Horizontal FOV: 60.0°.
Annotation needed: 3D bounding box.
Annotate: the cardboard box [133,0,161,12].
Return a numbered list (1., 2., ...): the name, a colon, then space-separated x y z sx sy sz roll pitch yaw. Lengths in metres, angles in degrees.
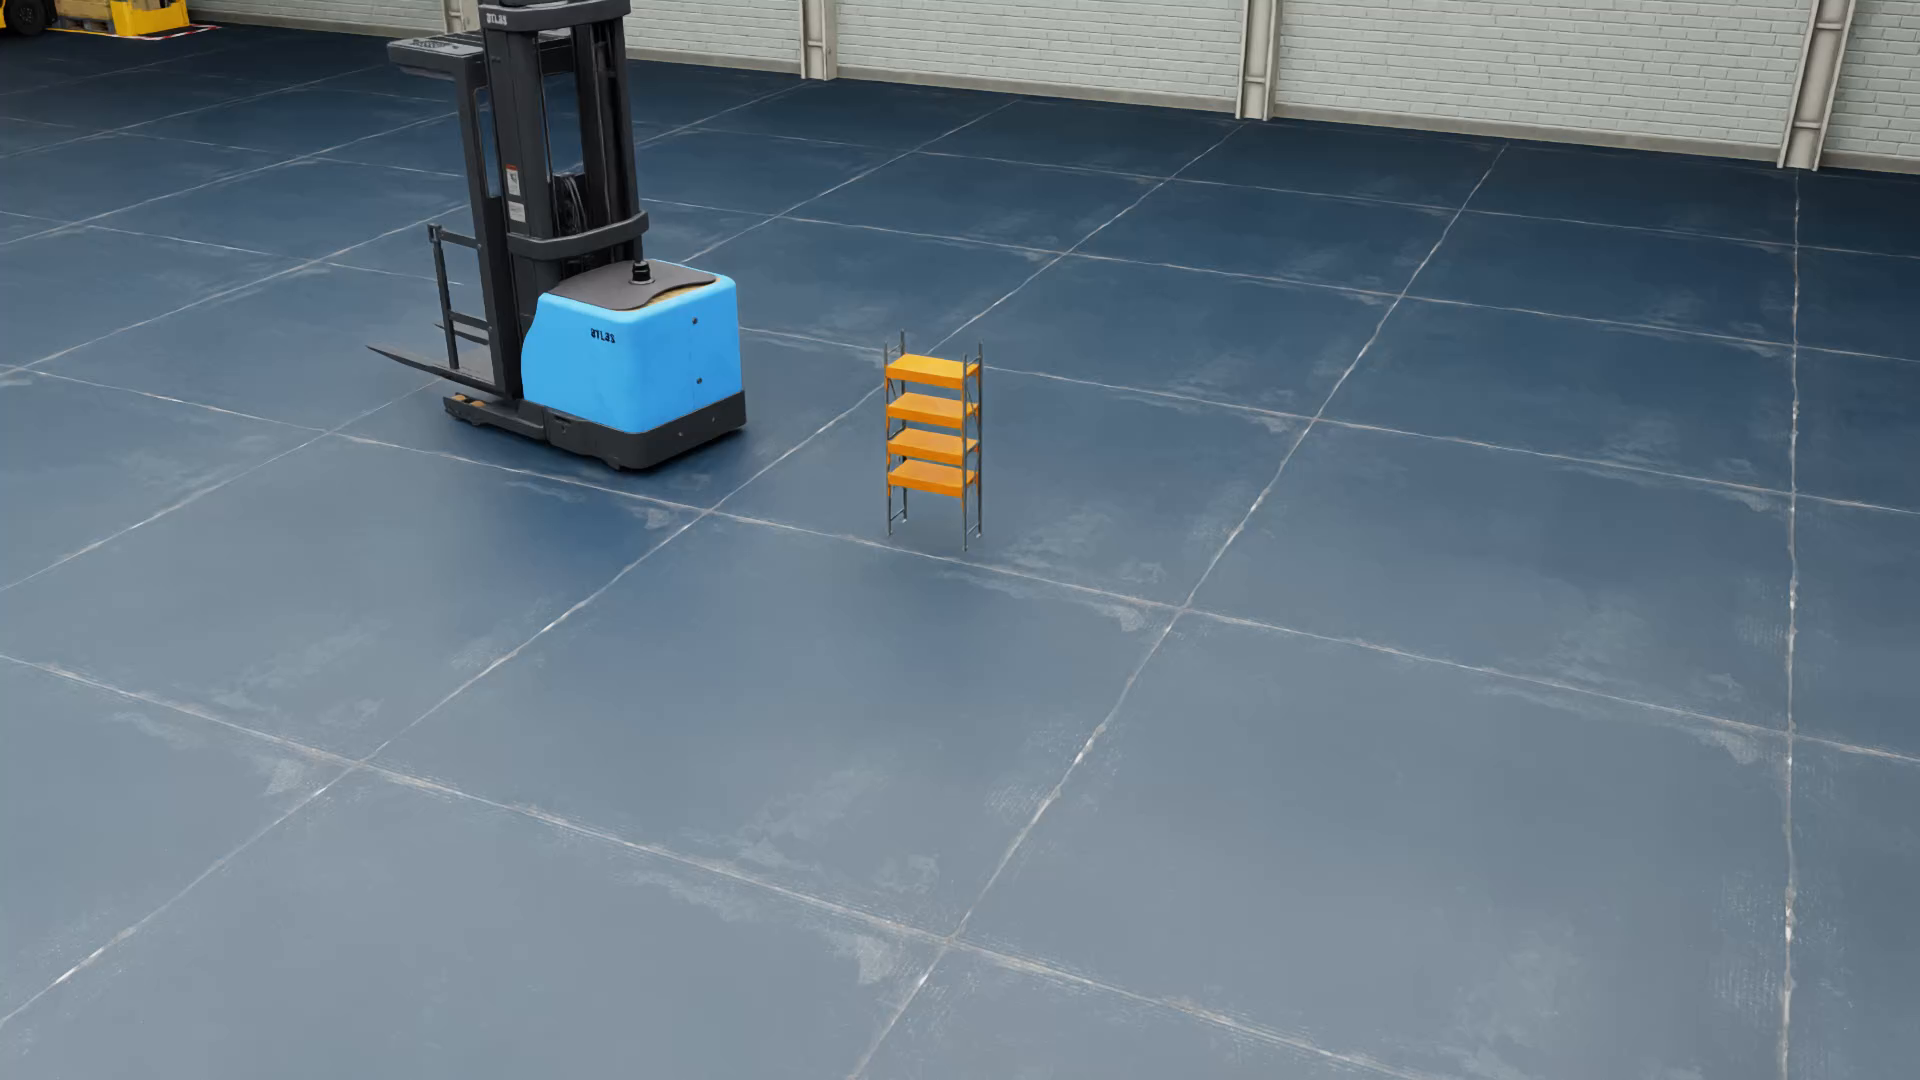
1. cardboard box: -12.919 -8.400 26.054 0.500 0.250 0.500 11 28 22

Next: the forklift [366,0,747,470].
1. forklift: -2.926 -2.264 11.030 3.031 2.935 1.130 18 31 32

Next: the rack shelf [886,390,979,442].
1. rack shelf: -0.151 -0.709 9.477 0.480 0.148 0.258 11 28 22

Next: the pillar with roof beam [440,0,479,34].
1. pillar with roof beam: -9.134 -9.630 19.123 0.400 9.000 9.100 11 28 22

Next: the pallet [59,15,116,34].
1. pallet: -13.266 -8.149 26.063 1.213 0.211 1.003 11 28 22

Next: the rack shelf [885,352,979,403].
1. rack shelf: -0.151 -0.921 9.373 0.480 0.148 0.258 11 28 22

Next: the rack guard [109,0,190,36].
1. rack guard: -12.531 -8.151 25.740 0.348 0.500 1.175 11 28 22

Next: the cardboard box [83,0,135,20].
1. cardboard box: -13.111 -8.191 25.628 0.500 0.250 0.500 12 28 22

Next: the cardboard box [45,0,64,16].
1. cardboard box: -14.012 -8.381 26.014 0.500 0.250 0.500 12 29 22

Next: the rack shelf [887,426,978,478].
1. rack shelf: -0.151 -0.508 9.576 0.480 0.148 0.258 11 28 22

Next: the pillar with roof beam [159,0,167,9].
1. pillar with roof beam: -14.596 -10.727 21.351 0.400 9.000 9.100 11 28 22

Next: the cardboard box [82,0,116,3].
1. cardboard box: -13.125 -8.420 25.527 0.500 0.250 0.500 11 28 21

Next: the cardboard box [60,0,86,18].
1. cardboard box: -13.560 -8.286 25.821 0.500 0.250 0.500 11 28 22

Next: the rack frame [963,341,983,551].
1. rack frame: 0.071 -0.524 9.456 0.015 1.200 0.240 11 28 22

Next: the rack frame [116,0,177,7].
1. rack frame: -12.553 -9.277 25.197 0.127 3.000 1.000 11 28 22

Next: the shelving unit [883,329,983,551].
1. shelving unit: -0.151 -0.569 9.546 0.503 1.200 0.258 11 28 22

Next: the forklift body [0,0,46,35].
1. forklift body: -15.034 -8.510 24.599 1.214 2.155 2.313 11 28 22

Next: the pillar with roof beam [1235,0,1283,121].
1. pillar with roof beam: 1.790 -7.436 14.666 0.400 9.000 9.100 11 28 22

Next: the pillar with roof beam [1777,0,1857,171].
1. pillar with roof beam: 7.252 -6.339 12.438 0.400 9.000 9.100 11 28 22

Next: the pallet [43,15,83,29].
1. pallet: -14.373 -8.373 26.517 1.213 0.211 1.003 11 28 22

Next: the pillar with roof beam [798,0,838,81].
1. pillar with roof beam: -3.672 -8.533 16.894 0.400 9.000 9.100 11 28 22

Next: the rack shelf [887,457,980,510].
1. rack shelf: -0.151 -0.330 9.664 0.480 0.148 0.258 11 28 22

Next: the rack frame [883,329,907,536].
1. rack frame: -0.373 -0.613 9.637 0.015 1.200 0.240 11 28 22
